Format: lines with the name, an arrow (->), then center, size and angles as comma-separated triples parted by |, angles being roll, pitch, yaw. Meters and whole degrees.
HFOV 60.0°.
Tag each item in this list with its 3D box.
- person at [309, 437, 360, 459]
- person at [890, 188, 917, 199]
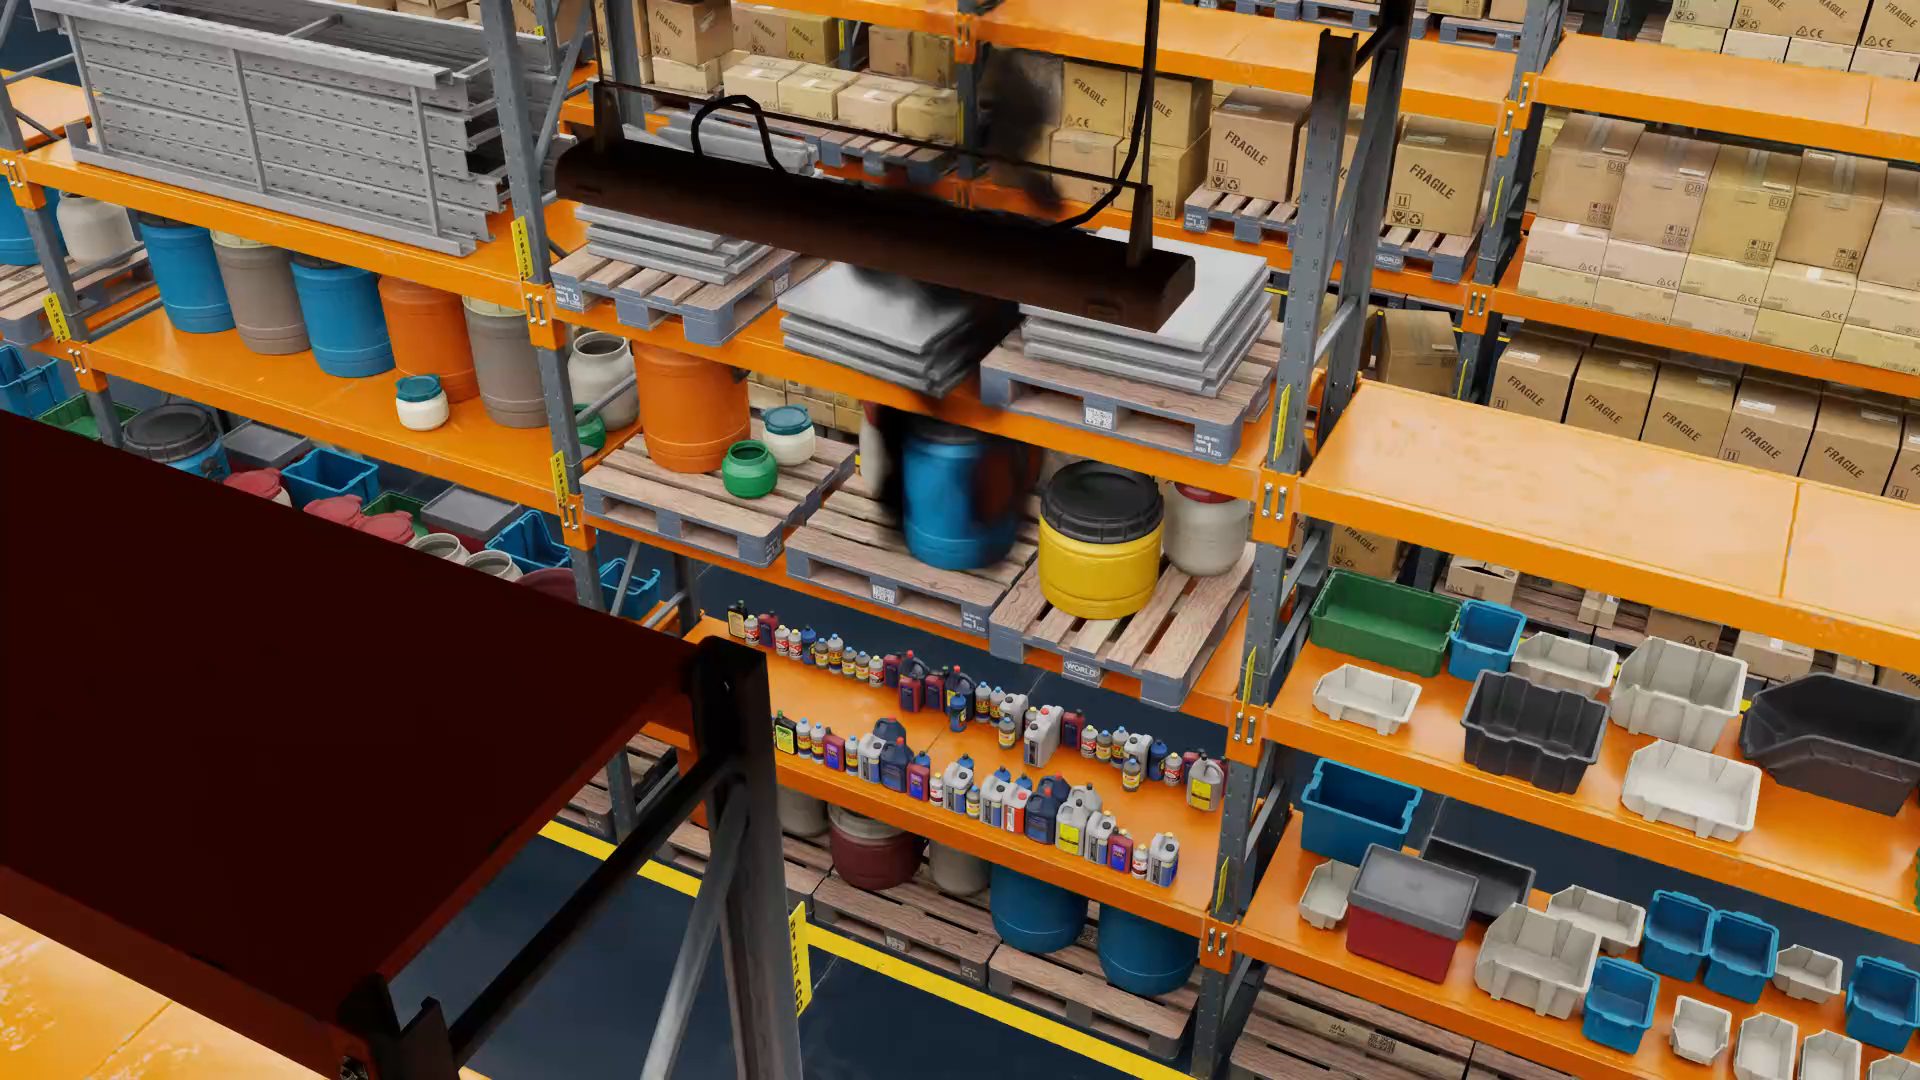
person -> -5.558, -1.300, 14.265 | 0.597, 1.663, 0.618 | 5, 35, 8
person -> -0.524, -2.750, 16.344 | 0.780, 1.729, 0.550 | 11, 37, 16
